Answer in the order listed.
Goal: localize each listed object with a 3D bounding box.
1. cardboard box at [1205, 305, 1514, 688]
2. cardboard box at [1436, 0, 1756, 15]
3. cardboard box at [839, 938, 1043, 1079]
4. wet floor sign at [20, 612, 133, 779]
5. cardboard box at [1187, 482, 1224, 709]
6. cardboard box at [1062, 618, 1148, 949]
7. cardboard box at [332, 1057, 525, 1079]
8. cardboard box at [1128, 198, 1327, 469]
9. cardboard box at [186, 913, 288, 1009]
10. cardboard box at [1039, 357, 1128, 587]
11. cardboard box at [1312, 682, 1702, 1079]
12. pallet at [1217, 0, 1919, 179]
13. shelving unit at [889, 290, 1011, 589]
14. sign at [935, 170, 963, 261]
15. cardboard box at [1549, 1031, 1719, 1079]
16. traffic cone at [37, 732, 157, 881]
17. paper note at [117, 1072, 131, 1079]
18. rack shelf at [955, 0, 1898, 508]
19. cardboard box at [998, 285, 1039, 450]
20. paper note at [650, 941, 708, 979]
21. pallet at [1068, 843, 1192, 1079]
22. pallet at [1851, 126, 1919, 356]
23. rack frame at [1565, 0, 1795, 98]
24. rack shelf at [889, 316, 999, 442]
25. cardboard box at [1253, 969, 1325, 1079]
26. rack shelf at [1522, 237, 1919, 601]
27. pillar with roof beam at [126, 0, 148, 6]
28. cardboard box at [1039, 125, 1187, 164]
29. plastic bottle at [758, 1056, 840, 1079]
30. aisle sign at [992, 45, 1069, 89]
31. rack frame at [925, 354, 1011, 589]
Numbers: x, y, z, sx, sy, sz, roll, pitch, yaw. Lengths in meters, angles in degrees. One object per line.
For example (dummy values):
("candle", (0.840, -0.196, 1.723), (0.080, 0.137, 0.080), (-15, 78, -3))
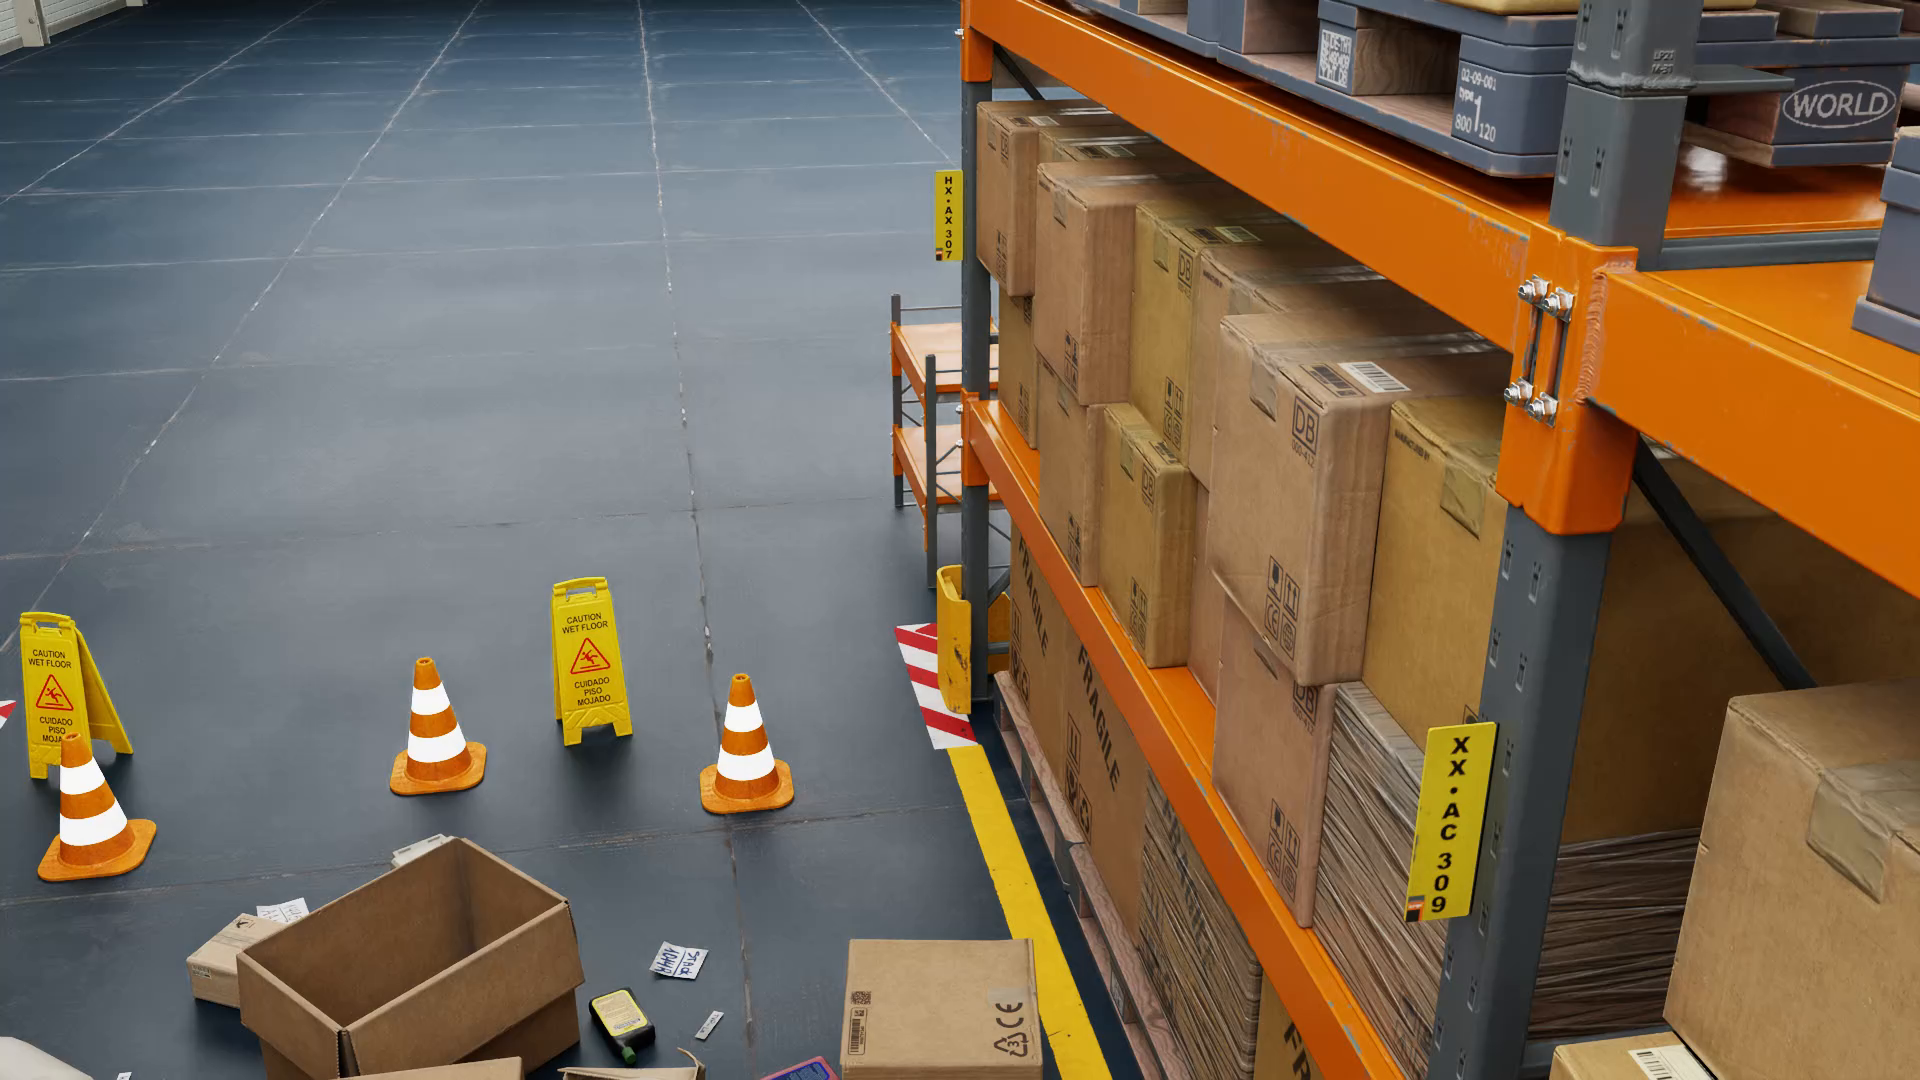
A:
("cardboard box", (0.997, -0.119, 3.239), (0.875, 0.550, 0.550), (-4, 24, -10))
("cardboard box", (0.865, -0.818, 2.291), (0.380, 0.149, 0.250), (-4, 24, -10))
("cardboard box", (-0.049, 1.409, 4.395), (0.500, 0.500, 0.500), (0, 24, -1))
("wet floor sign", (-3.322, 0.557, 6.167), (0.267, 0.644, 0.232), (4, 24, 9))
("cardboard box", (1.059, 0.151, 3.969), (0.875, 0.550, 0.550), (-4, 24, -10))
("cardboard box", (0.862, 0.615, 5.223), (0.875, 0.875, 0.875), (-5, 24, -11))
("cardboard box", (-1.345, 1.585, 3.823), (0.797, 0.637, 0.503), (-4, 24, -10))
("cardboard box", (0.926, -0.550, 4.224), (0.875, 0.550, 0.500), (-4, 24, -10))
("cardboard box", (-2.111, 1.305, 5.077), (0.380, 0.149, 0.250), (8, 25, 18))
("cardboard box", (0.724, -0.255, 4.900), (0.875, 0.550, 0.550), (-4, 24, -10))
("cardboard box", (1.167, 0.587, 2.971), (0.875, 0.550, 0.550), (-4, 24, -10))
("pallet", (1.106, -0.857, 2.827), (1.003, 0.211, 1.213), (-4, 24, -10))
("shelving unit", (0.001, -0.513, 8.019), (0.538, 1.125, 1.048), (-4, 24, -10))
("sign", (-0.039, -1.168, 5.996), (0.100, 0.325, 0.005), (-4, 24, -10))
("cardboard box", (1.080, 0.981, 2.132), (0.500, 0.500, 0.500), (-4, 24, -9))
("traffic cone", (-2.991, 0.869, 5.683), (0.336, 0.463, 0.334), (-4, 24, -10))
("paper note", (-2.373, 1.547, 4.696), (0.032, 0.001, 0.123), (-4, 24, -10))
("rack shelf", (0.877, -1.032, 4.016), (1.077, 0.370, 4.000), (-4, 24, -10))
("cardboard box", (0.620, -0.700, 5.917), (0.875, 0.550, 0.550), (-4, 24, -10))
("paper note", (-0.879, 1.314, 5.206), (0.144, 0.017, 0.142), (4, 24, 9))
("pallet", (0.954, 1.292, 5.028), (1.003, 0.211, 1.213), (-4, 24, -10))
("pallet", (1.465, -0.130, 1.292), (0.805, 0.209, 1.217), (-5, 24, -12))
("rack frame", (1.247, -1.950, 1.470), (1.000, 3.000, 0.127), (-4, 24, -10))
("rack shelf", (0.001, -0.781, 7.902), (0.538, 0.278, 1.000), (-4, 24, -10))
("cardboard box", (1.199, 1.328, 3.591), (0.875, 0.875, 0.875), (-4, 24, -9))
("rack shelf", (1.617, 0.541, 0.414), (1.077, 0.370, 4.000), (-4, 24, -10))
("pillar with roof beam", (-11.290, -14.526, 30.266), (9.100, 9.000, 0.400), (-4, 24, -10))
("cardboard box", (0.730, -0.979, 5.207), (0.875, 0.550, 0.550), (-4, 24, -10))
("plastic bottle", (-0.485, 1.543, 4.640), (0.283, 0.061, 0.133), (-13, 27, -28))
("aisle sign", (0.199, -1.971, 5.766), (0.394, 0.787, 0.004), (-4, 24, -10))
("rack frame", (0.095, -0.313, 7.561), (0.500, 1.125, 0.032), (-4, 24, -10))
